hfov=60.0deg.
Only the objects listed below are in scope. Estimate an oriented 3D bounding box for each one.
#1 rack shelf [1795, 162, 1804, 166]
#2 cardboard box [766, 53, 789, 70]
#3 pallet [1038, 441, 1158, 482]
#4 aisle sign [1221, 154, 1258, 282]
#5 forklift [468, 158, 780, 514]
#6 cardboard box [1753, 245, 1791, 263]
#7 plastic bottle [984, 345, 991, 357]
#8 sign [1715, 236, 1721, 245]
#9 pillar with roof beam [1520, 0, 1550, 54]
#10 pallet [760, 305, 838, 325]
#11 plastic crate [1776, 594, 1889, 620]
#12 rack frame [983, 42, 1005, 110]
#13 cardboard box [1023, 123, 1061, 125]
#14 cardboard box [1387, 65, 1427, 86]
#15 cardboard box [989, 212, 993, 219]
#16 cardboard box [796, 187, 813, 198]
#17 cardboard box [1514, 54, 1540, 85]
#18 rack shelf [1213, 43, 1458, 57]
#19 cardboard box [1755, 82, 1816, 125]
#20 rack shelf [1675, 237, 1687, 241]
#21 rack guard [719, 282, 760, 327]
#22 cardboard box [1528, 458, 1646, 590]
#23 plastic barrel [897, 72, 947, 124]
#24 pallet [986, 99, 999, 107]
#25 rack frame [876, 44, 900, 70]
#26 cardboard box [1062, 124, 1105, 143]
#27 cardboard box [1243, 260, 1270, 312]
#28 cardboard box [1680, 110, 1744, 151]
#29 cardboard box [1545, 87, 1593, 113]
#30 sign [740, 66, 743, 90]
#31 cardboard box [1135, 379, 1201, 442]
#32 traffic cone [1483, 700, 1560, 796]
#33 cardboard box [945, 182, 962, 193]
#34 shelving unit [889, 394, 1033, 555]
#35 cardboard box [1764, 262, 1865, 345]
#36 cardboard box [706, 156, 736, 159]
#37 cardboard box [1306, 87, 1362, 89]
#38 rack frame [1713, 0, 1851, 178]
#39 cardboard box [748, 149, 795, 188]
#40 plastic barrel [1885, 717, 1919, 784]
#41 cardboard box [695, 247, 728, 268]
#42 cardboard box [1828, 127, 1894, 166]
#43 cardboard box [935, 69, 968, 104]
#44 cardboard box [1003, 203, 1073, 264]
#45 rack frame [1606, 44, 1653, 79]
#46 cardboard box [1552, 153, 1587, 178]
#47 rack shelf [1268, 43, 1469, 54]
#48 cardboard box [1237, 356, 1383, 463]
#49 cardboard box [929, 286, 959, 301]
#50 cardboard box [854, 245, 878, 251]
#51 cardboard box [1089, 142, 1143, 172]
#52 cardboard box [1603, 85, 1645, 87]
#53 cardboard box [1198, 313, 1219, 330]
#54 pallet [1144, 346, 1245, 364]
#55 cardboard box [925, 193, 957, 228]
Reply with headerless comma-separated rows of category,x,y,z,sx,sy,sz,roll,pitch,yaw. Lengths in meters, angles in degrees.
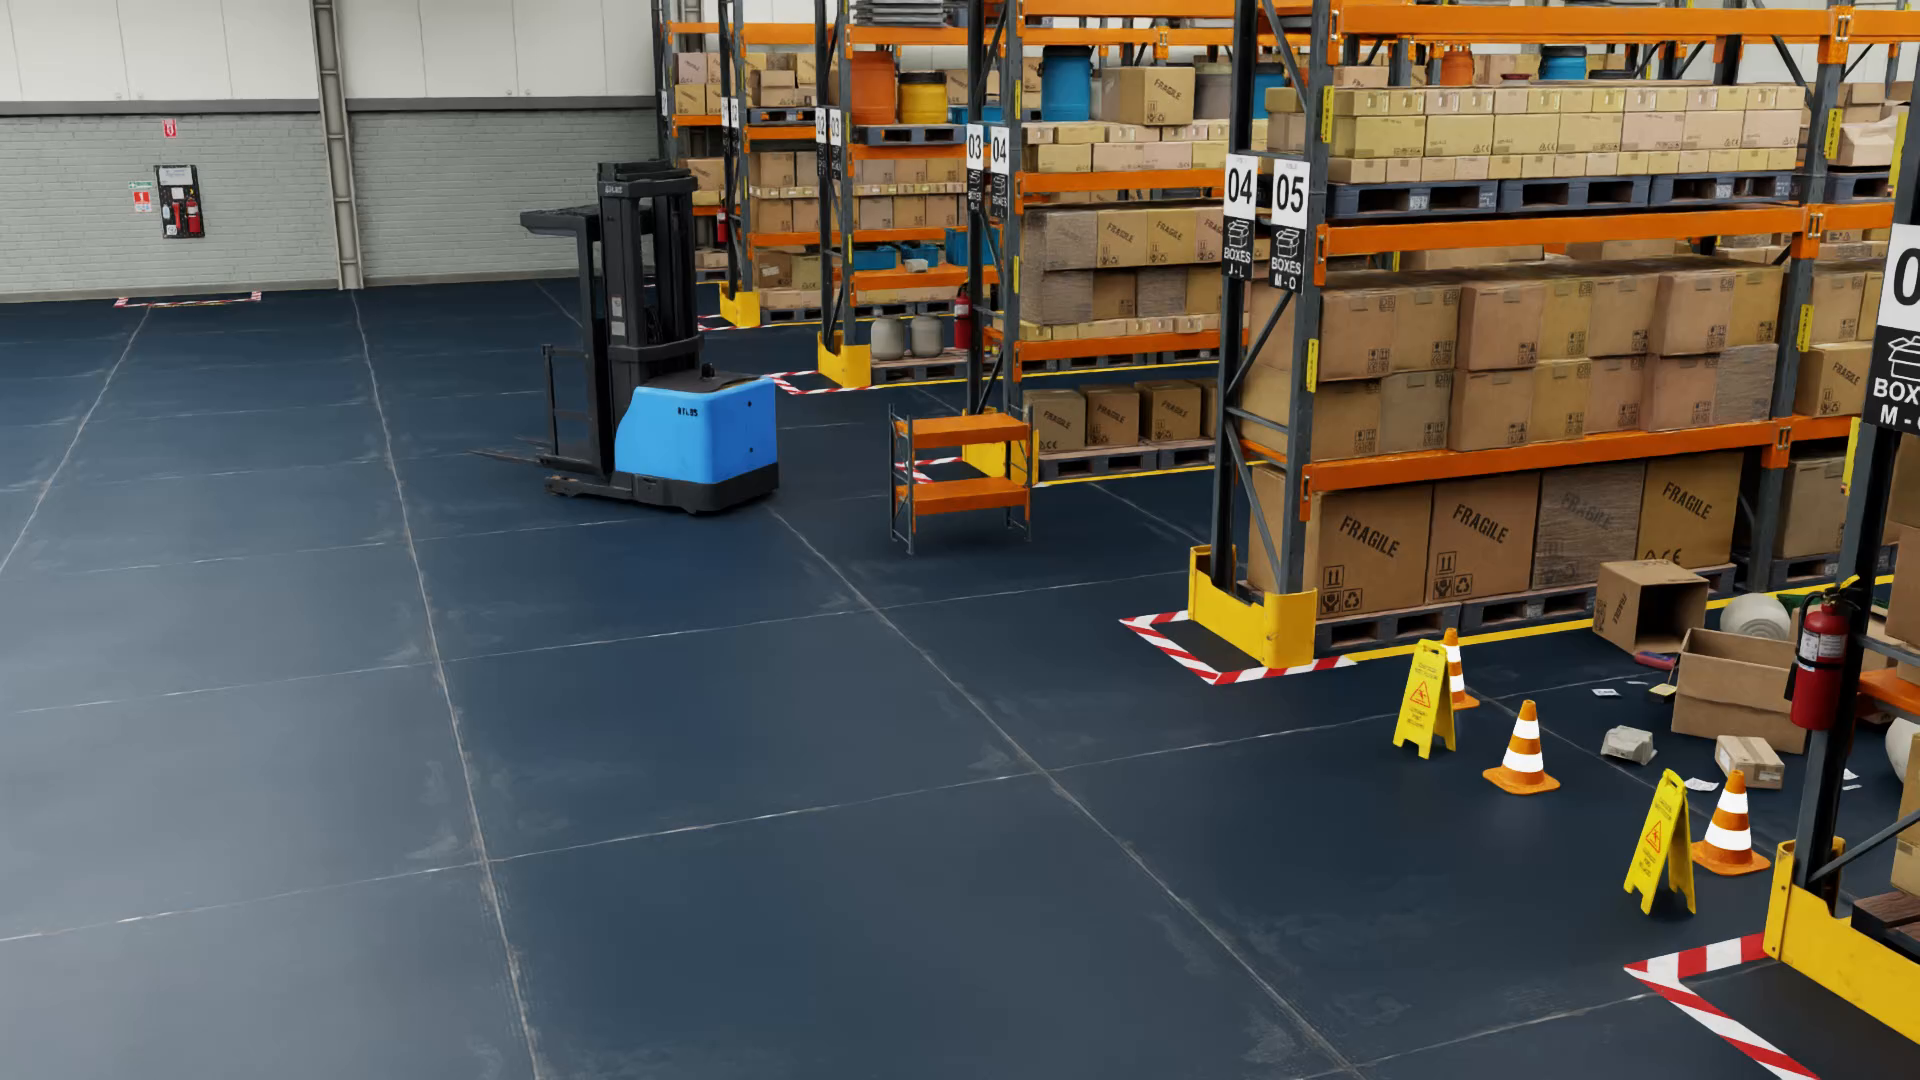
rack shelf,9.641,-4.190,18.496,4.000,0.370,1.077,-6,17,-20
cardboard box,-3.259,-8.237,29.012,0.500,0.500,0.500,-6,17,-20
pallet,1.145,-0.830,16.050,1.213,0.211,1.003,-6,17,-20
aisle sign,1.810,-2.092,10.783,0.004,0.787,0.394,-6,17,-20
forklift,-3.162,-1.909,14.897,3.031,2.935,1.130,9,19,28
cardboard box,8.805,-2.972,18.219,0.500,0.500,0.500,-7,18,-22
plastic bottle,0.335,-2.394,20.487,0.097,0.271,0.097,0,16,0
sign,7.976,-3.270,17.496,0.005,0.325,0.100,-6,17,-20
pillar with roof beam,13.678,-9.856,31.191,0.400,9.000,9.100,-6,17,-20
pallet,-2.539,-3.445,24.954,1.213,0.211,1.003,-6,17,-20
plastic crate,6.025,0.508,11.433,0.662,0.188,0.450,3,7,9
rack frame,0.497,-7.976,24.789,0.127,3.000,1.000,-6,17,-20
cardboard box,0.735,-3.752,15.285,0.250,0.149,0.380,-7,18,-22
cardboard box,7.470,-7.610,27.764,0.600,0.600,0.600,-8,18,-25
cardboard box,0.297,-5.950,30.859,0.500,0.250,0.500,-7,18,-22
cardboard box,-2.316,-5.089,24.275,0.250,0.149,0.380,-6,17,-20
cardboard box,9.390,-7.995,28.226,0.500,0.500,0.700,-6,17,-20
rack shelf,6.099,-8.044,27.006,4.000,0.370,1.077,-6,17,-20
cardboard box,9.091,-4.774,18.284,0.500,0.500,0.500,-5,17,-17
rack shelf,11.604,-4.457,24.729,4.000,0.370,1.077,-6,17,-20
rack guard,-3.261,-3.493,24.605,0.348,0.500,1.175,-6,17,-20
cardboard box,4.266,-0.221,12.053,0.875,0.875,0.875,-6,17,-20
plastic barrel,-0.450,-5.270,19.818,0.600,0.588,0.600,0,16,0
pallet,0.303,-7.889,30.150,1.003,0.211,1.213,-6,17,-20
rack frame,-1.279,-9.279,29.226,0.127,3.000,1.000,-6,17,-20
cardboard box,1.111,-3.672,15.013,0.250,0.149,0.380,-6,18,-21
cardboard box,2.685,-2.535,16.200,0.500,0.500,0.875,-6,17,-20
cardboard box,4.878,-2.767,11.189,0.500,0.250,0.500,-6,17,-20
cardboard box,3.835,-2.827,10.685,0.250,0.149,0.380,-6,17,-19
sign,-3.045,-6.444,23.204,0.005,0.325,0.100,-6,17,-20
cardboard box,2.029,-1.276,16.310,0.500,0.500,0.500,-4,17,-15
traffic cone,3.074,1.096,9.044,0.334,0.463,0.336,-6,17,-20
cardboard box,-0.156,-5.322,25.068,0.250,0.149,0.380,-7,18,-22
shelving unit,0.006,-0.540,13.442,1.048,1.125,0.538,-6,17,-20
cardboard box,6.180,-1.755,12.299,0.500,0.500,0.700,-6,18,-21
cardboard box,-4.177,-6.446,29.127,0.500,0.500,0.500,-6,17,-19
cardboard box,2.410,-2.871,10.836,0.250,0.149,0.380,-6,17,-20
rack frame,5.718,-4.054,11.433,0.127,3.000,1.000,-6,17,-20
cardboard box,-2.749,-5.414,24.231,0.500,0.500,0.700,-6,17,-20
plastic barrel,5.236,1.149,8.934,0.421,0.421,0.512,6,17,18
cardboard box,-4.336,-4.965,29.172,0.500,0.311,0.500,-8,18,-26
cardboard box,6.371,-2.795,11.785,0.396,0.266,0.258,-6,18,-21
cardboard box,-0.068,-6.872,25.182,0.500,0.500,0.500,-5,17,-16
cardboard box,0.728,-2.879,15.597,0.500,0.500,0.500,-6,17,-20
rack frame,11.702,-9.186,28.909,0.127,3.000,1.000,-6,17,-20
cardboard box,3.834,-2.444,10.797,0.250,0.149,0.380,-6,17,-20
rack shelf,8.059,-9.750,32.817,4.000,0.370,1.077,-6,17,-20
cardboard box,2.313,-0.894,11.052,0.550,0.550,0.875,-6,17,-20
cardboard box,-0.329,-3.828,25.444,0.500,0.250,0.500,-6,17,-20
cardboard box,-1.448,-4.224,25.461,0.500,0.500,0.500,-6,17,-20
cardboard box,1.325,-3.489,15.099,0.500,0.250,0.500,-7,18,-21
cardboard box,4.546,-3.102,11.623,0.250,0.149,0.380,-6,18,-21
cardboard box,2.276,-2.119,15.936,0.250,0.149,0.380,-6,17,-20
pallet,2.985,-2.546,21.892,1.213,0.211,1.003,-6,17,-20
cardboard box,-0.406,-5.044,25.275,0.500,0.500,0.700,-6,18,-21
